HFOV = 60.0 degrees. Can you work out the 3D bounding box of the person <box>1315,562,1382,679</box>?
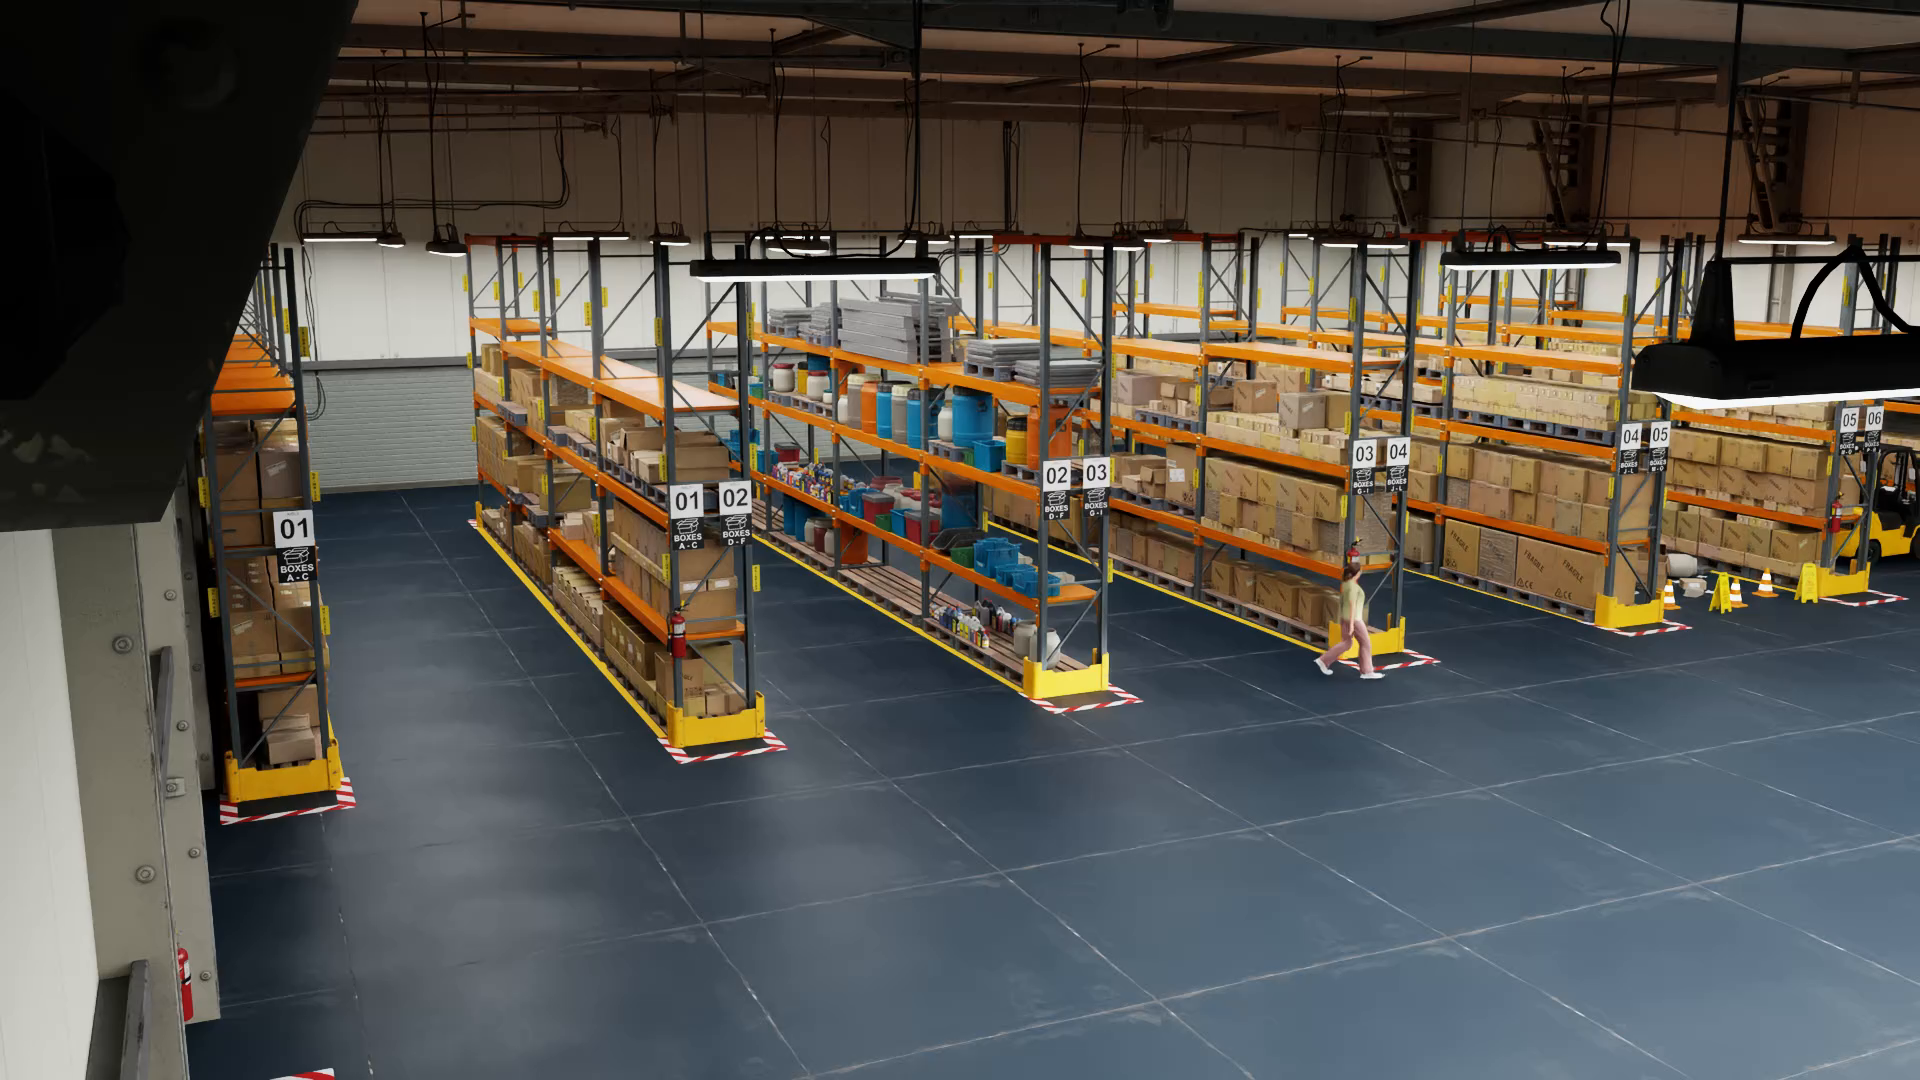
[{"bbox_3d":[5.426,1.107,23.113,0.879,1.631,0.509,-1,11,-7],"label":"person"}]
